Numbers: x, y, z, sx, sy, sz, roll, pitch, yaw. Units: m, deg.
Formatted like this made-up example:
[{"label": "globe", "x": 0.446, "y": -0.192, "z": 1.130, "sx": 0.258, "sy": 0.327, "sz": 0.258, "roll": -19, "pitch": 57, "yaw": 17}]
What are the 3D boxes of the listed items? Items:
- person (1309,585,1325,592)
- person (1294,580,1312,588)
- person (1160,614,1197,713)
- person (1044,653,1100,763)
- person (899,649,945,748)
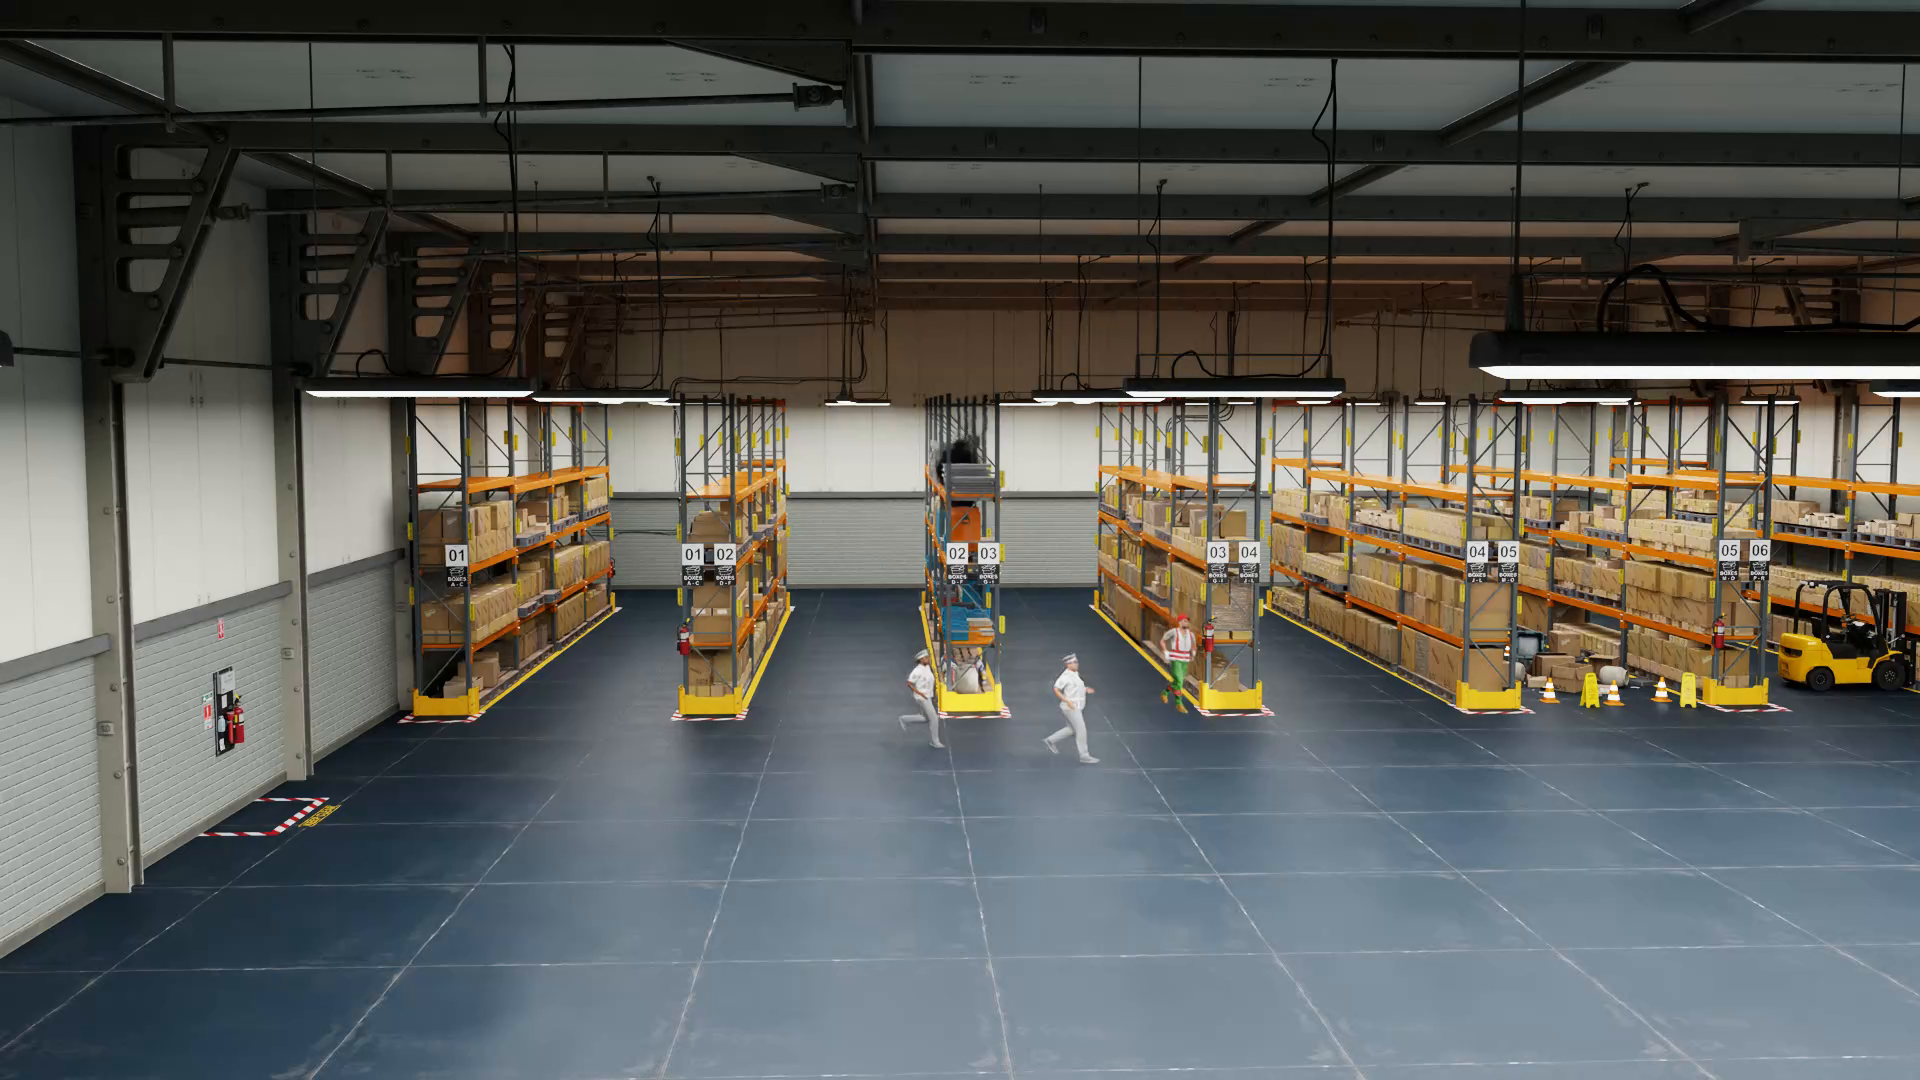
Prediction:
[{"label": "person", "x": 10.483, "y": 0.964, "z": 49.252, "sx": 0.782, "sy": 1.735, "sz": 0.706, "roll": -1, "pitch": 5, "yaw": -6}, {"label": "person", "x": 10.124, "y": 0.993, "z": 49.099, "sx": 0.669, "sy": 1.730, "sz": 0.940, "roll": 3, "pitch": 5, "yaw": 33}, {"label": "person", "x": 4.114, "y": 2.275, "z": 31.106, "sx": 0.695, "sy": 1.780, "sz": 0.854, "roll": -3, "pitch": 5, "yaw": -30}, {"label": "person", "x": 1.814, "y": 2.704, "z": 26.906, "sx": 0.933, "sy": 1.755, "sz": 0.672, "roll": 1, "pitch": 5, "yaw": 17}, {"label": "person", "x": -0.656, "y": 2.686, "z": 28.251, "sx": 0.886, "sy": 1.684, "sz": 0.566, "roll": 2, "pitch": 5, "yaw": 19}]
